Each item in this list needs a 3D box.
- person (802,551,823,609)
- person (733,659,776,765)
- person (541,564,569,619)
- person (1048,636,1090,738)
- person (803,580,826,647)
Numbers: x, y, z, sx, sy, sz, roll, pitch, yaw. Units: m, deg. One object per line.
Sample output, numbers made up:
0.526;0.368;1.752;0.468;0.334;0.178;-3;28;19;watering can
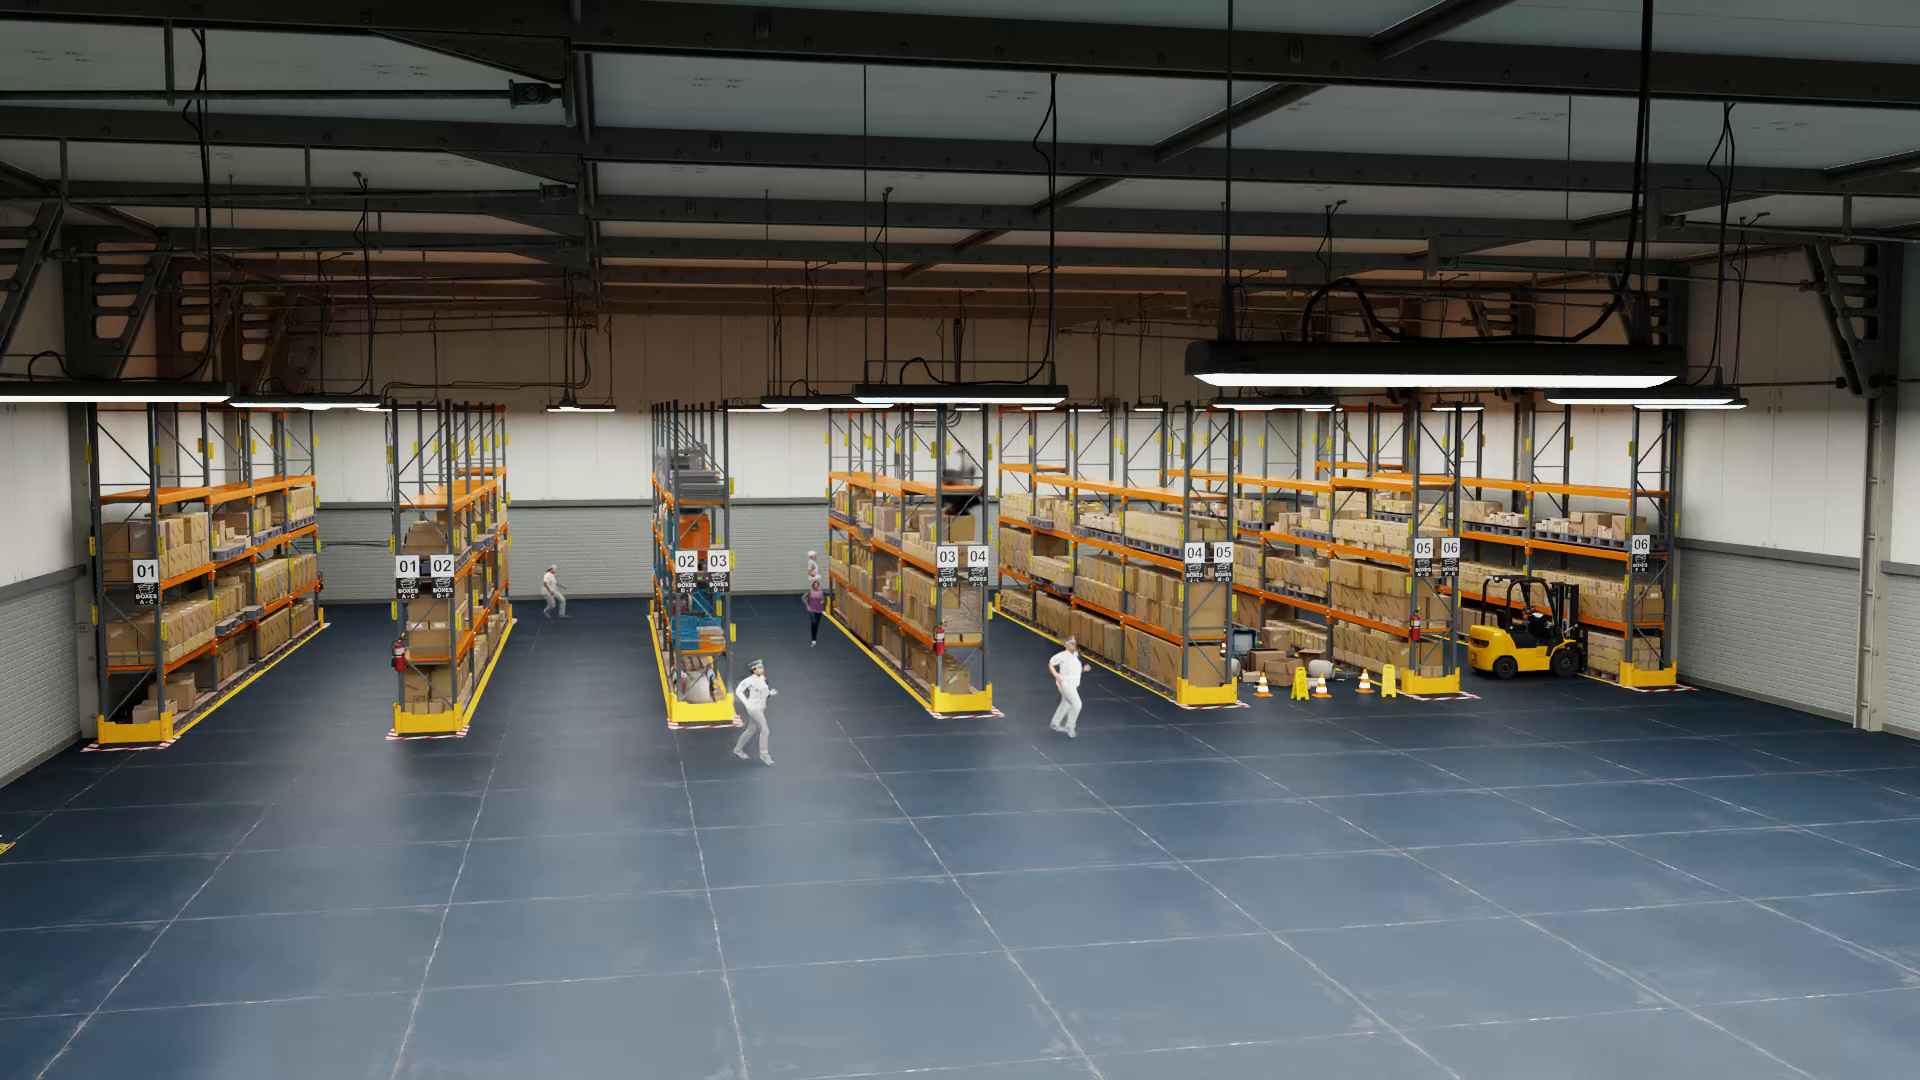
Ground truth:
-4.337;1.184;48.724;0.623;1.738;0.655;0;4;-2;person
-3.377;2.823;27.389;0.770;1.754;0.584;1;4;16;person
-11.413;1.447;46.638;0.613;1.537;0.767;2;5;21;person
1.955;2.626;29.706;0.777;1.855;0.624;2;5;30;person
-3.596;1.819;41.276;0.519;1.644;0.722;-2;5;-20;person
